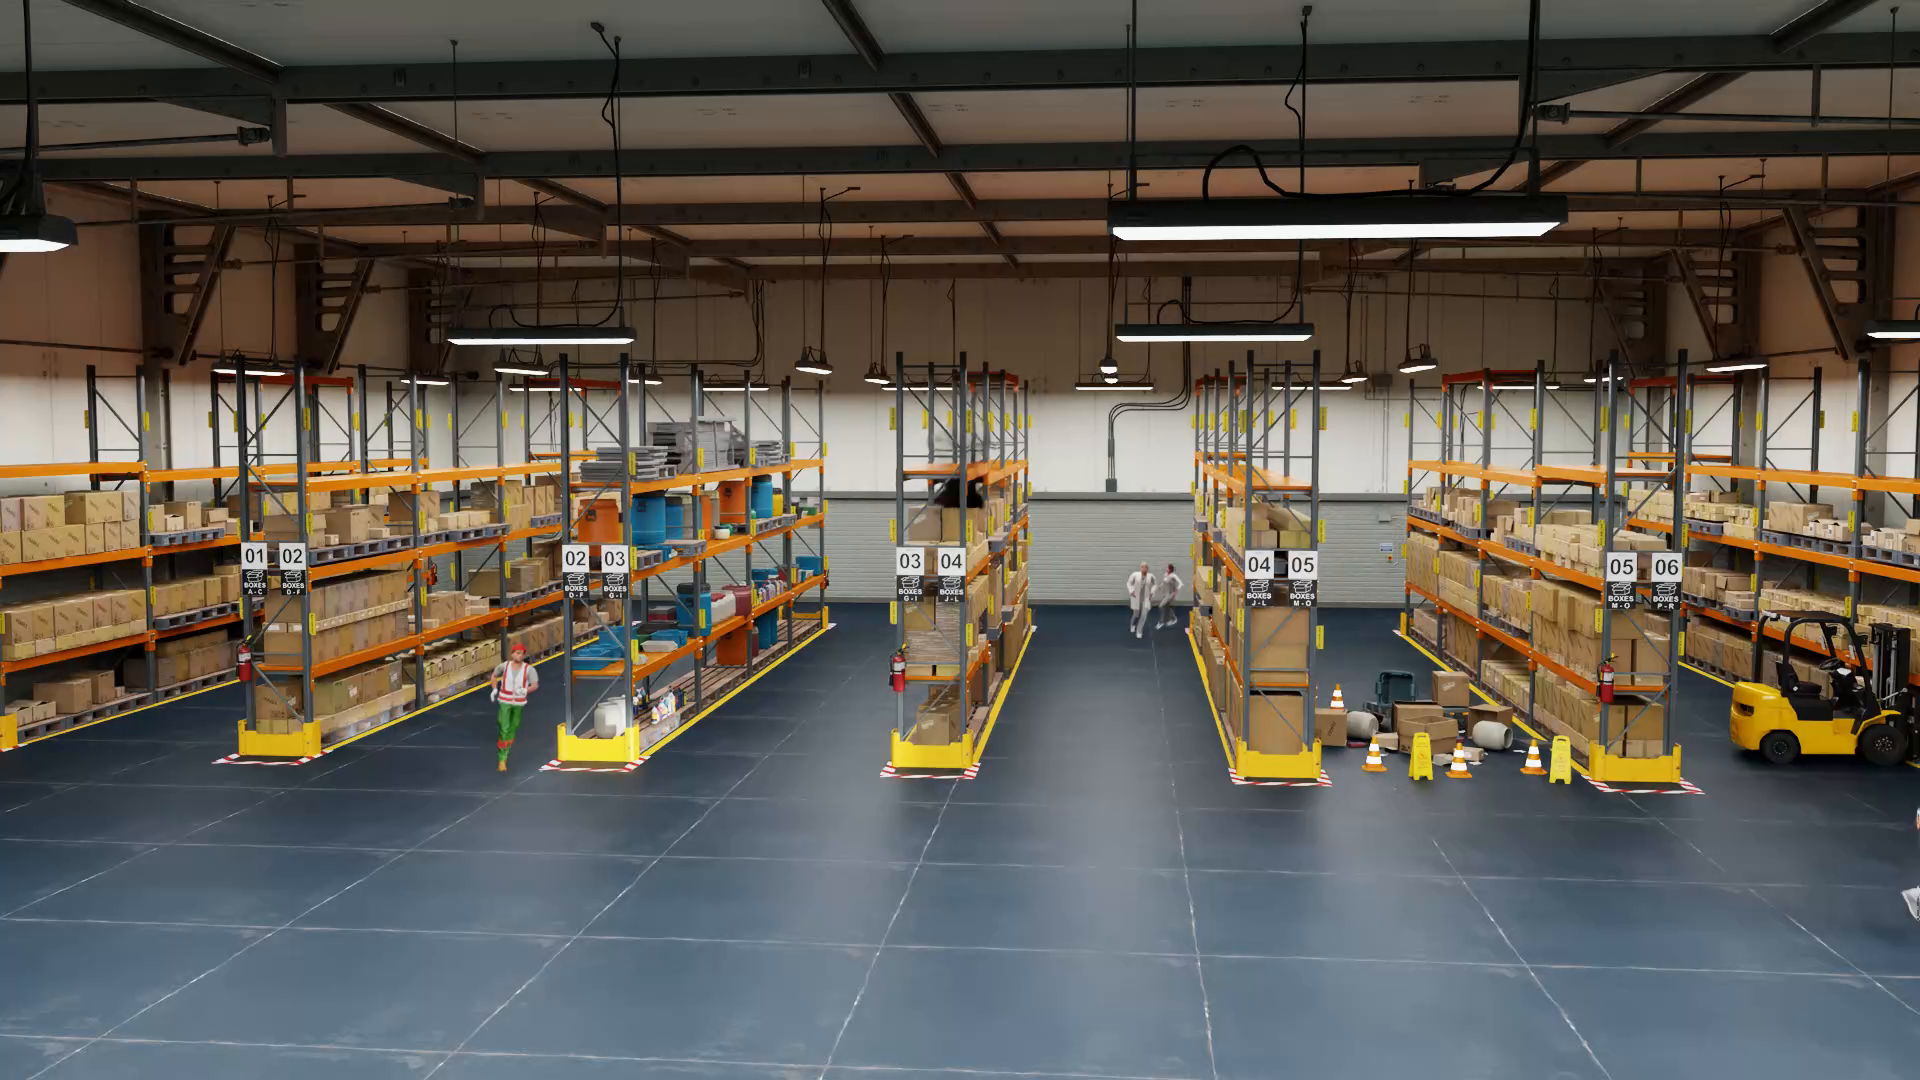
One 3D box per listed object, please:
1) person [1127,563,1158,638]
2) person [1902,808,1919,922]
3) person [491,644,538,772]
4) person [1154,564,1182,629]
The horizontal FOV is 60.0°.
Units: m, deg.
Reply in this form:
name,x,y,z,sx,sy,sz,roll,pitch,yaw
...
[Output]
name,x,y,z,sx,sy,sz,roll,pitch,yaw
person,4.250,1.433,38.834,0.726,1.650,0.781,0,4,-4
person,9.476,3.009,15.962,0.663,1.771,0.843,-3,5,-39
person,-6.471,2.405,24.163,0.663,1.816,0.776,-2,4,-22
person,5.049,1.365,40.170,0.689,1.609,0.611,-2,4,-24
